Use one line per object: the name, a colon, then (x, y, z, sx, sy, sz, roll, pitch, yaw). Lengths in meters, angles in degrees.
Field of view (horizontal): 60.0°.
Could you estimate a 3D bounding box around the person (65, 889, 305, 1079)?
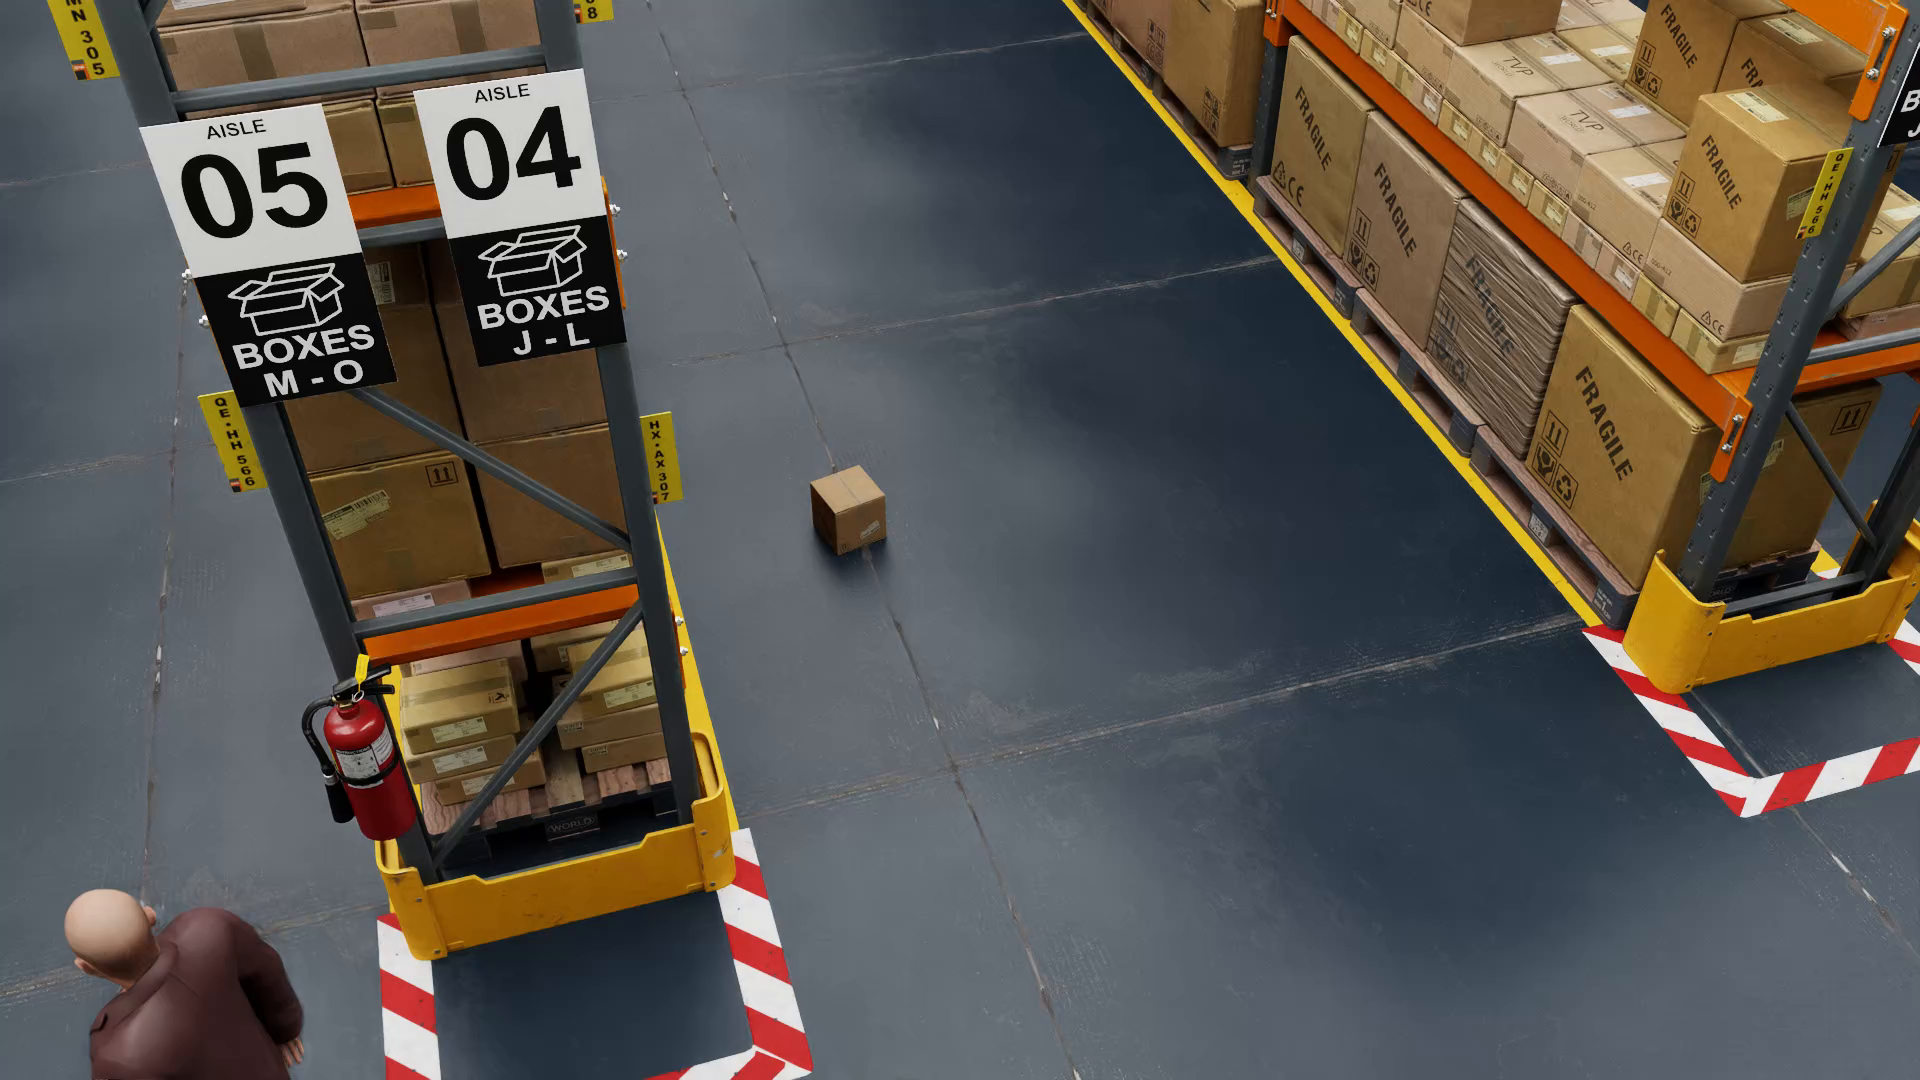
person: (-1.989, 1.550, 4.460, 0.663, 1.848, 0.598, -1, 42, -1)
